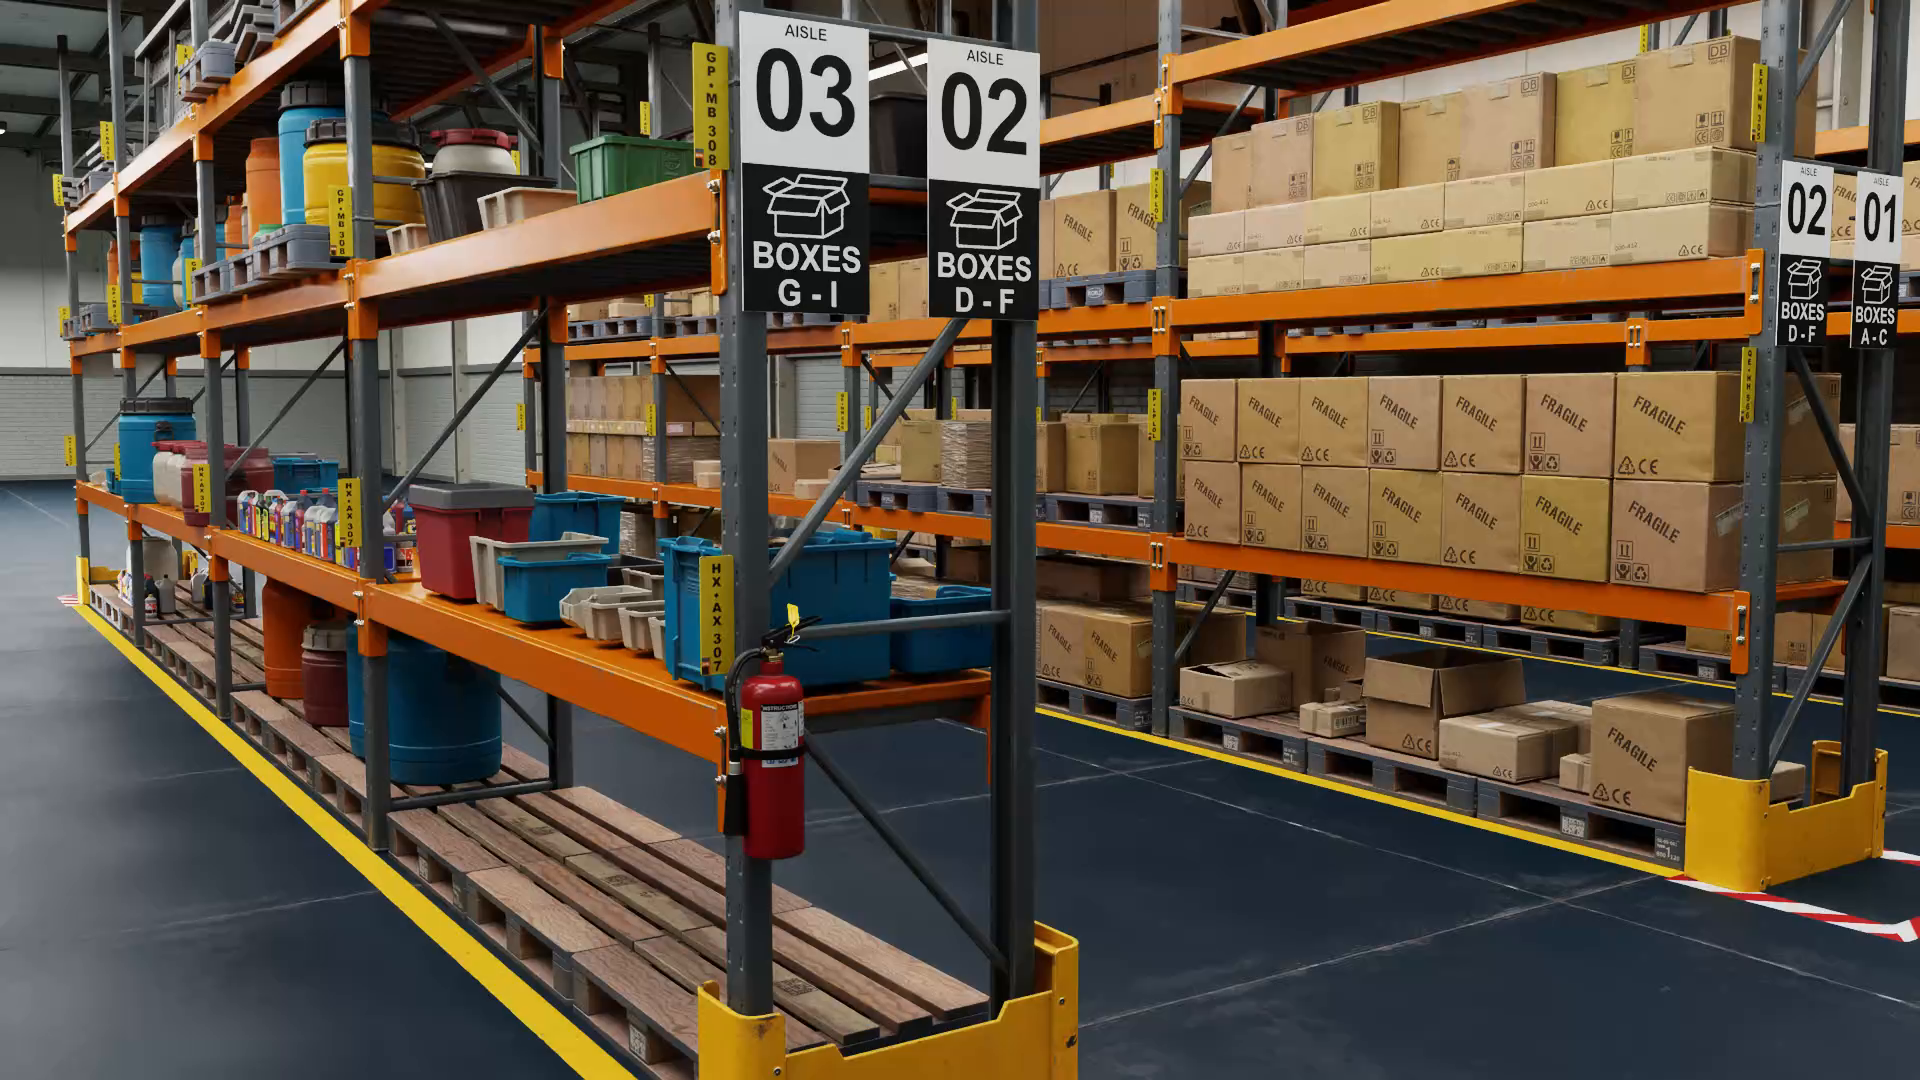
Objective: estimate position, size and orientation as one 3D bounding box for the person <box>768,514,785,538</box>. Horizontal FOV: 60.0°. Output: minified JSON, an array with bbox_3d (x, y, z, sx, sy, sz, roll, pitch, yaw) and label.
[{"bbox_3d":[-2.399,-0.342,19.856,0.505,1.630,0.978,-3,6,-34],"label":"person"}]
